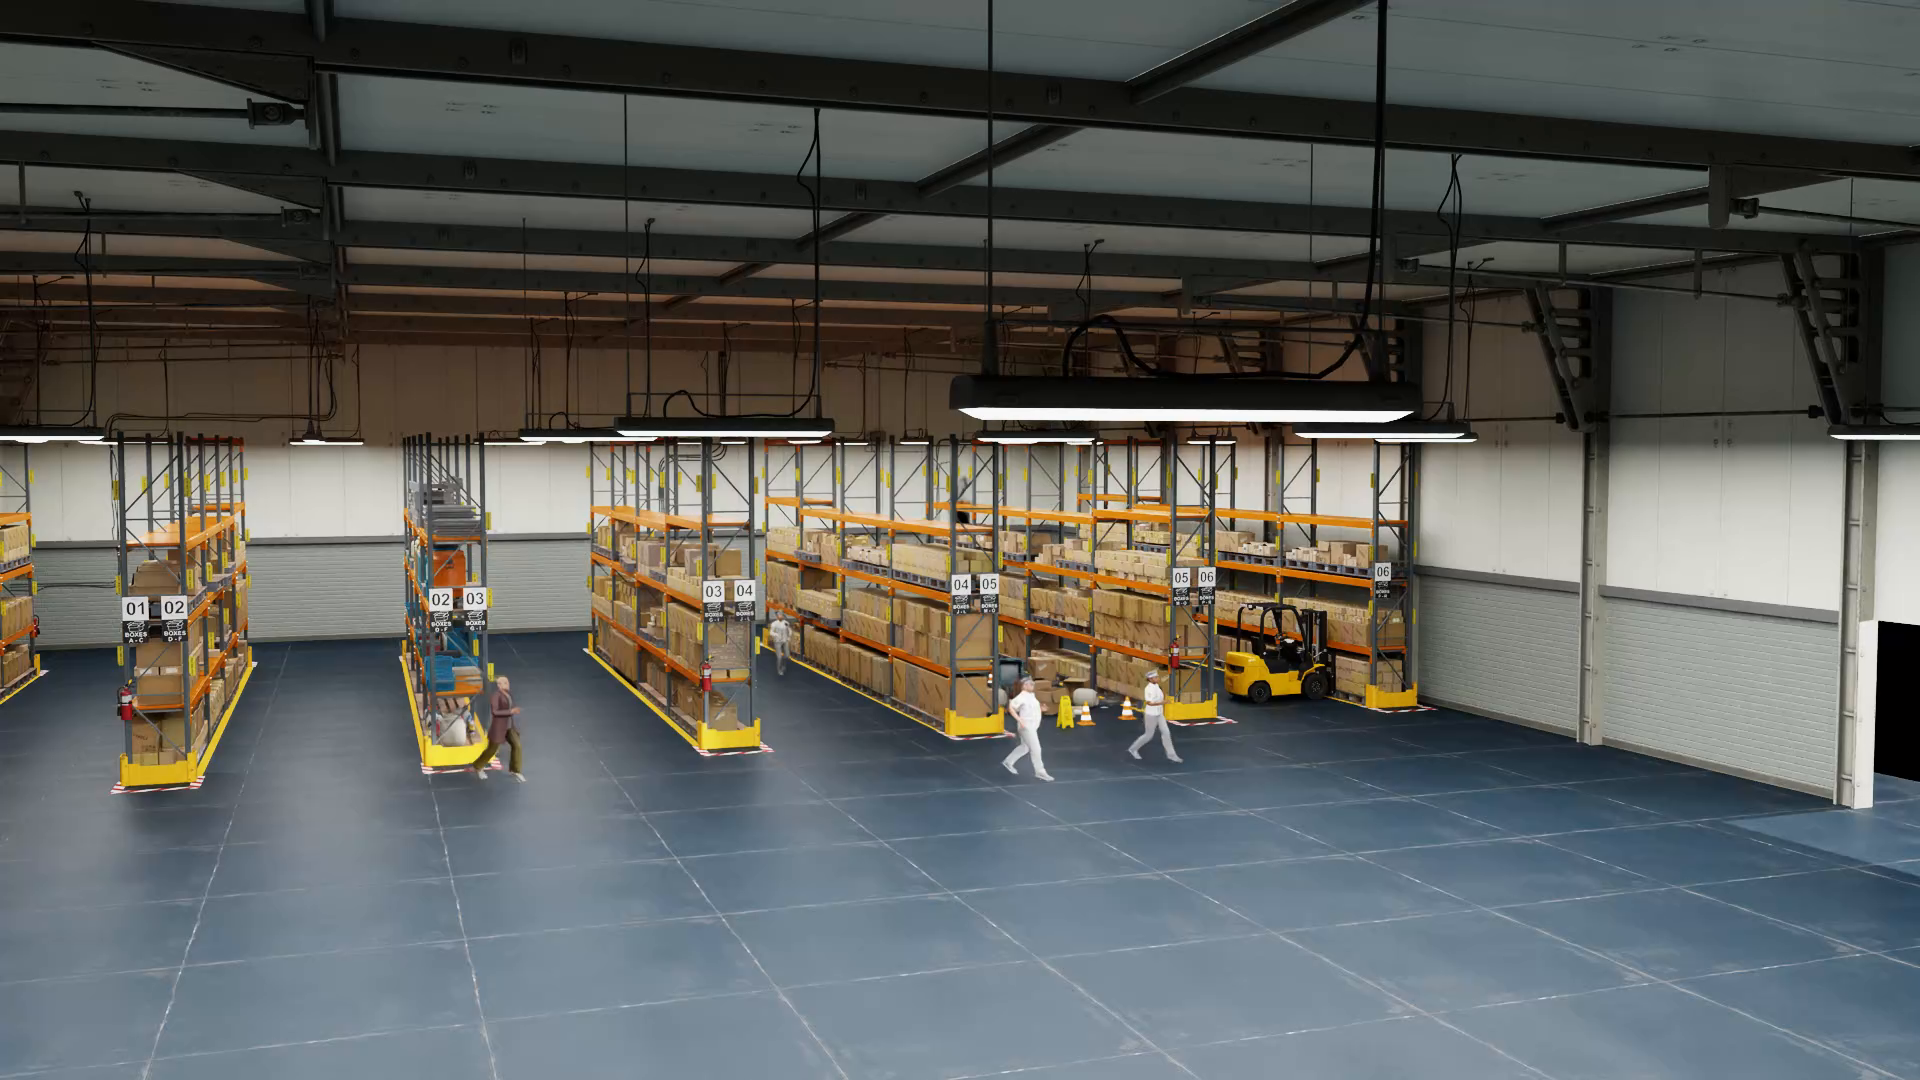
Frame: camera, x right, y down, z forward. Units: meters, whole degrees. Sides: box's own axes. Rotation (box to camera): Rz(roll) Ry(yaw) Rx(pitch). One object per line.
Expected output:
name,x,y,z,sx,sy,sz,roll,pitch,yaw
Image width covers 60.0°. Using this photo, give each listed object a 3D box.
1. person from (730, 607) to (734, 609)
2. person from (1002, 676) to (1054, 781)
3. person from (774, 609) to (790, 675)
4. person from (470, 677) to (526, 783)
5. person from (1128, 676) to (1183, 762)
person,-6.751,2.310,47.406,0.613,1.577,0.505,0,3,6
person,1.180,3.223,28.658,0.955,1.782,0.658,1,3,17
person,-4.466,2.573,41.801,0.417,1.649,0.542,-1,3,-20
person,-7.906,3.254,28.543,0.988,1.837,0.729,1,3,19
person,3.564,3.203,30.258,0.995,1.636,0.586,2,4,31
